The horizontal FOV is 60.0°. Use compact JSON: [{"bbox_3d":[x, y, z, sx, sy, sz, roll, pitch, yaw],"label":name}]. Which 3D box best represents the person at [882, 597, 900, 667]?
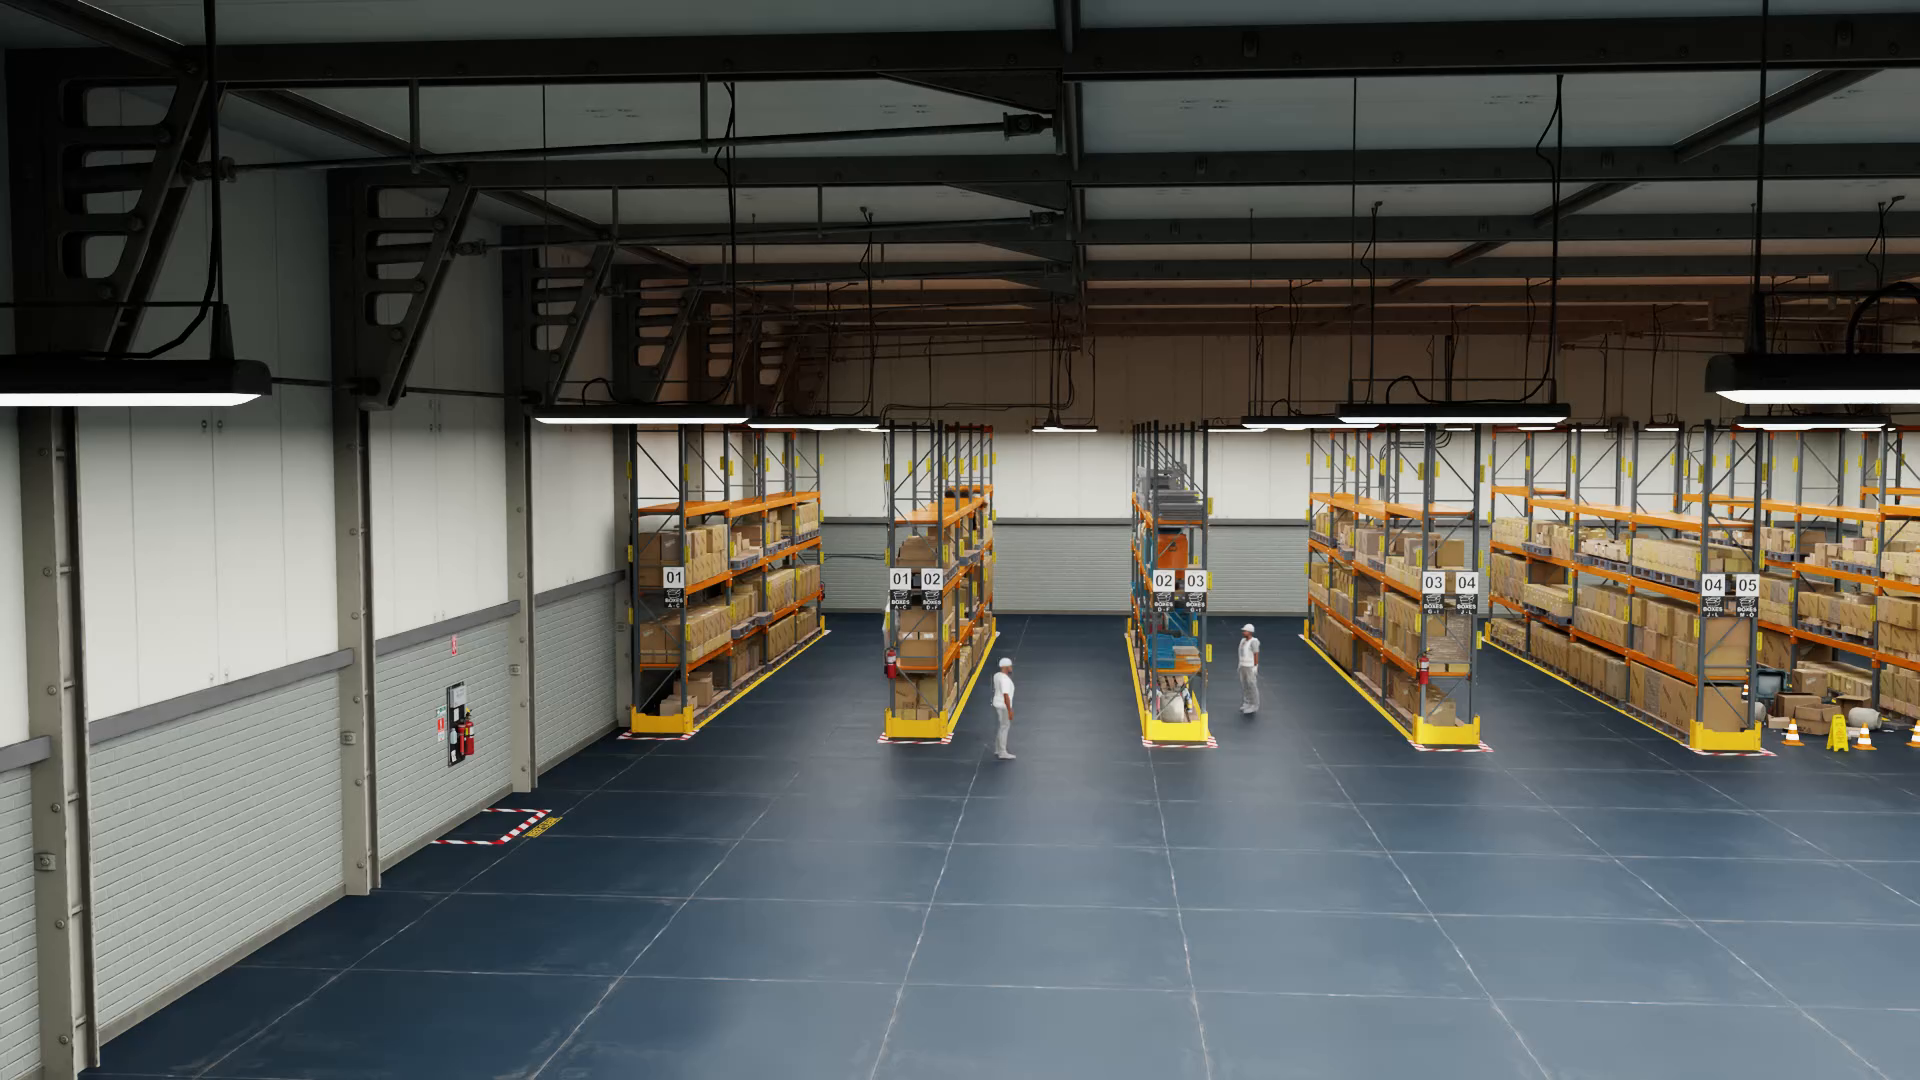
[{"bbox_3d":[-1.670,2.239,40.460,0.428,1.763,0.554,1,4,14],"label":"person"}]

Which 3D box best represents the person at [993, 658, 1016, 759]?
[{"bbox_3d":[0.789,3.013,29.491,0.377,1.843,0.672,-1,4,-12],"label":"person"}]

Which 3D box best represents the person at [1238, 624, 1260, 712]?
[{"bbox_3d":[5.957,2.643,34.486,0.423,1.788,0.619,-2,4,-27],"label":"person"}]
